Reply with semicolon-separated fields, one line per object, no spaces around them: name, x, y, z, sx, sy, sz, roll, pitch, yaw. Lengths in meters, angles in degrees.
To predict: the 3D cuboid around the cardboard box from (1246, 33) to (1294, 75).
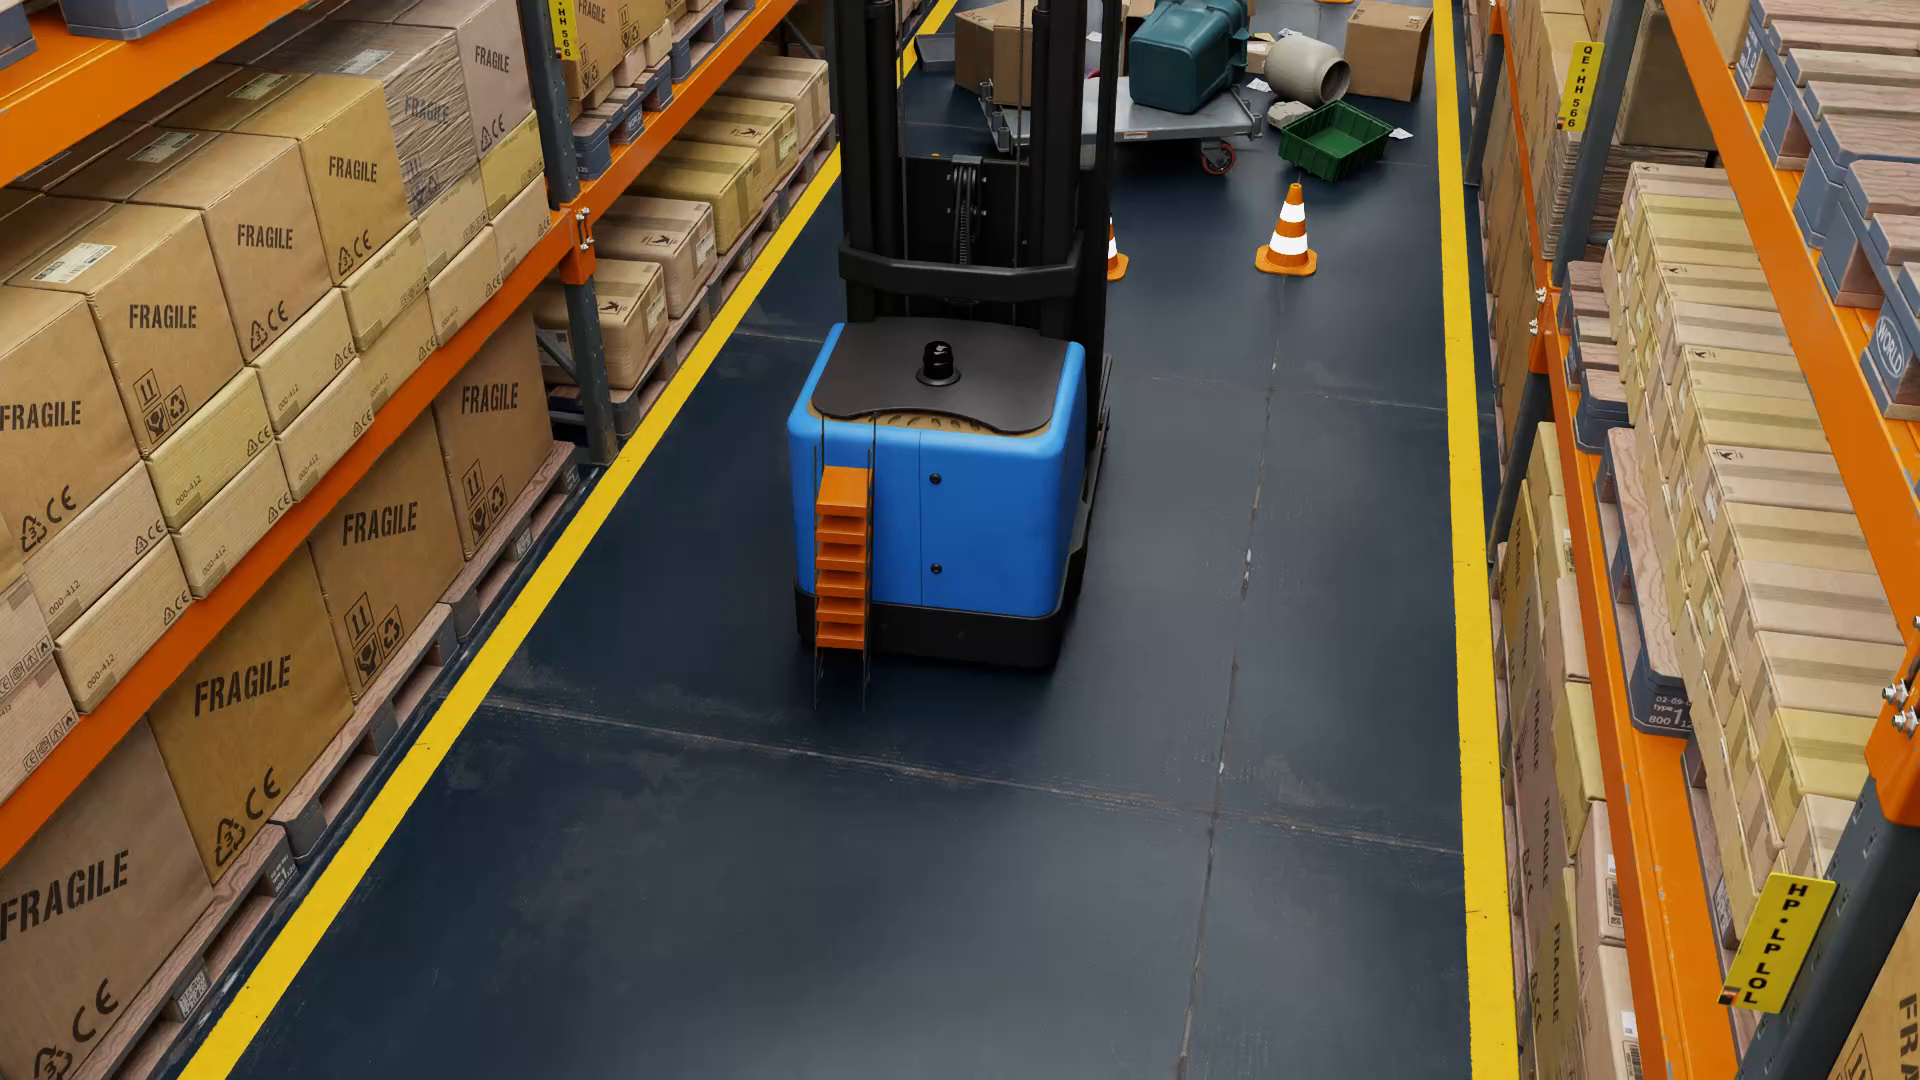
cardboard box;2.179;-3.483;11.830;0.396;0.266;0.258;14;38;18

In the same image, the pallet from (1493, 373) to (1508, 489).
pallet;2.998;-0.394;7.614;1.003;0.211;1.213;7;37;10

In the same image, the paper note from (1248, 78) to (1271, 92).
paper note;2.113;-3.177;11.614;0.172;0.023;0.155;20;41;26

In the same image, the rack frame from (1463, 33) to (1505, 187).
rack frame;3.611;-3.374;9.349;1.000;3.000;0.127;7;37;10

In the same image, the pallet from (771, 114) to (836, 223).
pallet;-1.411;-2.361;10.328;1.003;0.211;1.213;7;37;10

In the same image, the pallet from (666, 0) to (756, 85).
pallet;-1.718;-2.706;8.591;1.003;0.211;1.213;7;37;10

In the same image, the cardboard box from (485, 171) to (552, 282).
cardboard box;-1.955;-1.260;6.561;0.500;0.250;0.500;6;36;8

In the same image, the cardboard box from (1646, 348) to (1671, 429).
cardboard box;2.240;-0.421;4.878;0.380;0.149;0.250;7;37;10

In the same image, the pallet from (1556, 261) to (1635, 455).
pallet;2.708;-0.581;5.659;1.213;0.211;1.003;7;37;10

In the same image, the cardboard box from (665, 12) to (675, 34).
cardboard box;-1.599;-2.487;7.981;0.380;0.149;0.250;9;37;13

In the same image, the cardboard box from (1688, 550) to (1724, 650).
cardboard box;2.016;0.171;4.060;0.380;0.149;0.250;6;36;8

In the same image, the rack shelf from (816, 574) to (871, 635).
rack shelf;-0.431;0.233;6.180;0.180;0.103;0.258;4;36;1

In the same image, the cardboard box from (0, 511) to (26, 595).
cardboard box;-2.580;-0.012;3.773;0.500;0.500;0.500;8;37;11

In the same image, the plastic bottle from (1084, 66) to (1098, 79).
plastic bottle;0.861;-3.252;11.684;0.133;0.061;0.283;14;38;18

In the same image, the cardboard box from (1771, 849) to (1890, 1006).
cardboard box;1.794;0.771;3.233;0.380;0.149;0.250;8;37;11

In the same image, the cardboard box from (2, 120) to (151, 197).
cardboard box;-2.778;-0.968;5.092;0.500;0.500;0.500;8;37;11

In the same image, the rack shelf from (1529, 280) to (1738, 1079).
rack shelf;2.329;0.357;4.814;1.077;0.370;4.000;7;37;10

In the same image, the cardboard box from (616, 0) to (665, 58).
cardboard box;-1.674;-2.503;7.451;0.500;0.500;0.500;9;37;12

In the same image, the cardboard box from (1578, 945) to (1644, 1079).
cardboard box;1.814;1.292;4.044;0.500;0.250;0.500;6;36;9

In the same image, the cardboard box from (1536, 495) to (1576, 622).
cardboard box;2.264;0.113;5.671;0.500;0.250;0.500;7;37;9

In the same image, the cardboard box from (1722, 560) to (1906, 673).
cardboard box;1.967;0.196;3.773;0.380;0.149;0.250;7;37;10

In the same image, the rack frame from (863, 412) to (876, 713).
rack frame;-0.332;0.107;6.081;0.006;1.200;0.240;4;36;1

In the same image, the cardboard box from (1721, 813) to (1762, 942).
cardboard box;1.848;0.742;3.526;0.380;0.149;0.250;8;37;10

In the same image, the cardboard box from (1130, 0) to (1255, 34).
cardboard box;1.706;-3.895;12.195;0.797;0.503;0.637;-17;39;-22

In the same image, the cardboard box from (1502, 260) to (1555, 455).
cardboard box;2.974;-0.678;7.188;1.050;0.750;0.750;7;36;9

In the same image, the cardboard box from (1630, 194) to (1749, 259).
cardboard box;2.414;-0.995;5.416;0.380;0.149;0.250;6;36;9

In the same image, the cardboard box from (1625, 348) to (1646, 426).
cardboard box;2.293;-0.455;5.177;0.380;0.149;0.250;9;37;12

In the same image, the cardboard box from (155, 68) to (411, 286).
cardboard box;-2.170;-1.180;5.385;0.500;0.500;0.500;7;37;10

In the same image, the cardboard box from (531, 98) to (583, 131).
cardboard box;-1.850;-1.875;7.137;0.380;0.149;0.250;5;36;7

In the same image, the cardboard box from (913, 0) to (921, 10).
cardboard box;-0.527;-4.193;12.464;0.500;0.250;0.500;6;36;8

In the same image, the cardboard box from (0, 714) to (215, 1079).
cardboard box;-2.901;0.975;4.802;0.875;0.875;0.875;8;37;11

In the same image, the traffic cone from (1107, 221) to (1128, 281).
traffic cone;0.771;-1.731;9.245;0.336;0.463;0.334;7;37;10

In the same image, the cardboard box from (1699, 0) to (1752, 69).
cardboard box;2.173;-1.467;4.077;0.500;0.500;0.500;7;37;10

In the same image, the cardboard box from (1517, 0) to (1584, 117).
cardboard box;2.910;-2.280;7.755;0.500;0.500;0.500;8;37;11

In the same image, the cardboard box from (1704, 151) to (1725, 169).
cardboard box;3.116;-1.345;6.464;0.500;0.500;0.500;8;37;10

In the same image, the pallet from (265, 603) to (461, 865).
pallet;-2.606;0.626;6.207;1.003;0.211;1.213;7;37;10

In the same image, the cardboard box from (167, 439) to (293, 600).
cardboard box;-2.369;-0.097;4.956;0.500;0.250;0.500;7;37;10

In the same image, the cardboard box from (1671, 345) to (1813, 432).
cardboard box;2.189;-0.396;4.589;0.380;0.149;0.250;8;37;11

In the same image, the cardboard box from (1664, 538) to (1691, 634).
cardboard box;2.069;0.144;4.351;0.380;0.149;0.250;9;37;12

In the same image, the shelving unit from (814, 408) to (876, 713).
shelving unit;-0.423;0.100;6.083;0.189;1.200;0.258;4;36;1

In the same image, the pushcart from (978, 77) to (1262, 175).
pushcart;0.991;-2.618;10.540;1.648;0.377;0.936;-5;36;-6

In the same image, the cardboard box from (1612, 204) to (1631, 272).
cardboard box;2.457;-1.018;5.701;0.380;0.149;0.250;9;37;12

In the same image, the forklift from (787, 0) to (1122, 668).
forklift;0.105;-1.551;6.893;1.130;2.935;3.031;6;36;8

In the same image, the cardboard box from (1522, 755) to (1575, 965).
cardboard box;2.038;1.011;5.071;0.500;0.500;0.500;7;36;9

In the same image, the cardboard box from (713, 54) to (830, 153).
cardboard box;-1.356;-2.742;10.358;0.950;0.372;0.625;8;37;11

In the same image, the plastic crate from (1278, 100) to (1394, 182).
plastic crate;2.368;-2.523;10.522;0.450;0.188;0.662;36;48;26

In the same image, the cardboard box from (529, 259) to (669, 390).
cardboard box;-1.970;-1.072;8.055;0.950;0.372;0.625;5;36;7

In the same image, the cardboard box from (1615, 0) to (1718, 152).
cardboard box;2.862;-1.782;6.216;0.700;0.500;0.500;7;37;10

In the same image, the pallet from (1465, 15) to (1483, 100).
pallet;4.108;-3.373;11.724;1.003;0.211;1.213;7;37;10

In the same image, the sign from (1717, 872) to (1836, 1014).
sign;1.359;0.676;2.775;0.100;0.325;0.005;7;37;10

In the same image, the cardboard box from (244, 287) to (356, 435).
cardboard box;-2.262;-0.587;5.206;0.500;0.250;0.500;6;36;9
